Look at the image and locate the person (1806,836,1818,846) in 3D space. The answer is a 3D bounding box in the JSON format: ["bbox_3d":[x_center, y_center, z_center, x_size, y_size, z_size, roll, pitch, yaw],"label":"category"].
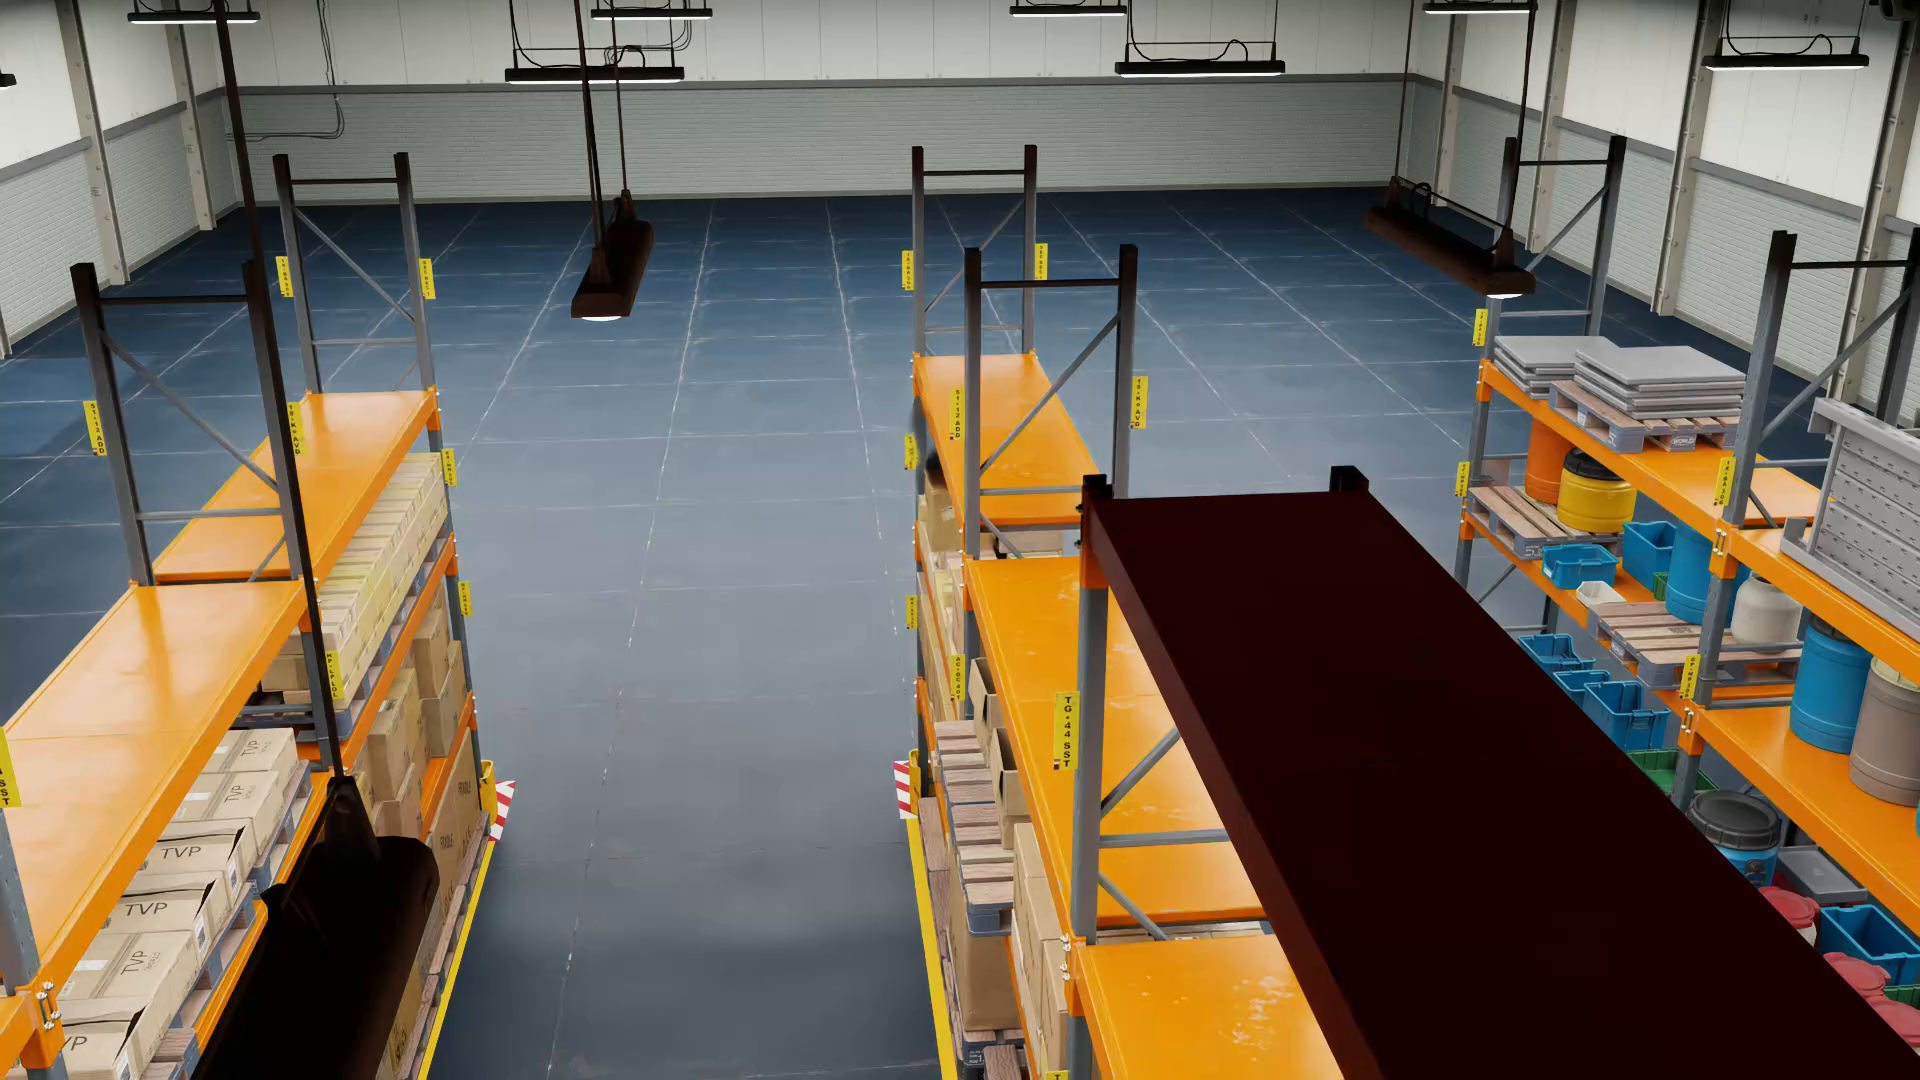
[{"bbox_3d":[6.909,2.319,13.357,0.476,1.794,0.580,-6,22,-14],"label":"person"}]
